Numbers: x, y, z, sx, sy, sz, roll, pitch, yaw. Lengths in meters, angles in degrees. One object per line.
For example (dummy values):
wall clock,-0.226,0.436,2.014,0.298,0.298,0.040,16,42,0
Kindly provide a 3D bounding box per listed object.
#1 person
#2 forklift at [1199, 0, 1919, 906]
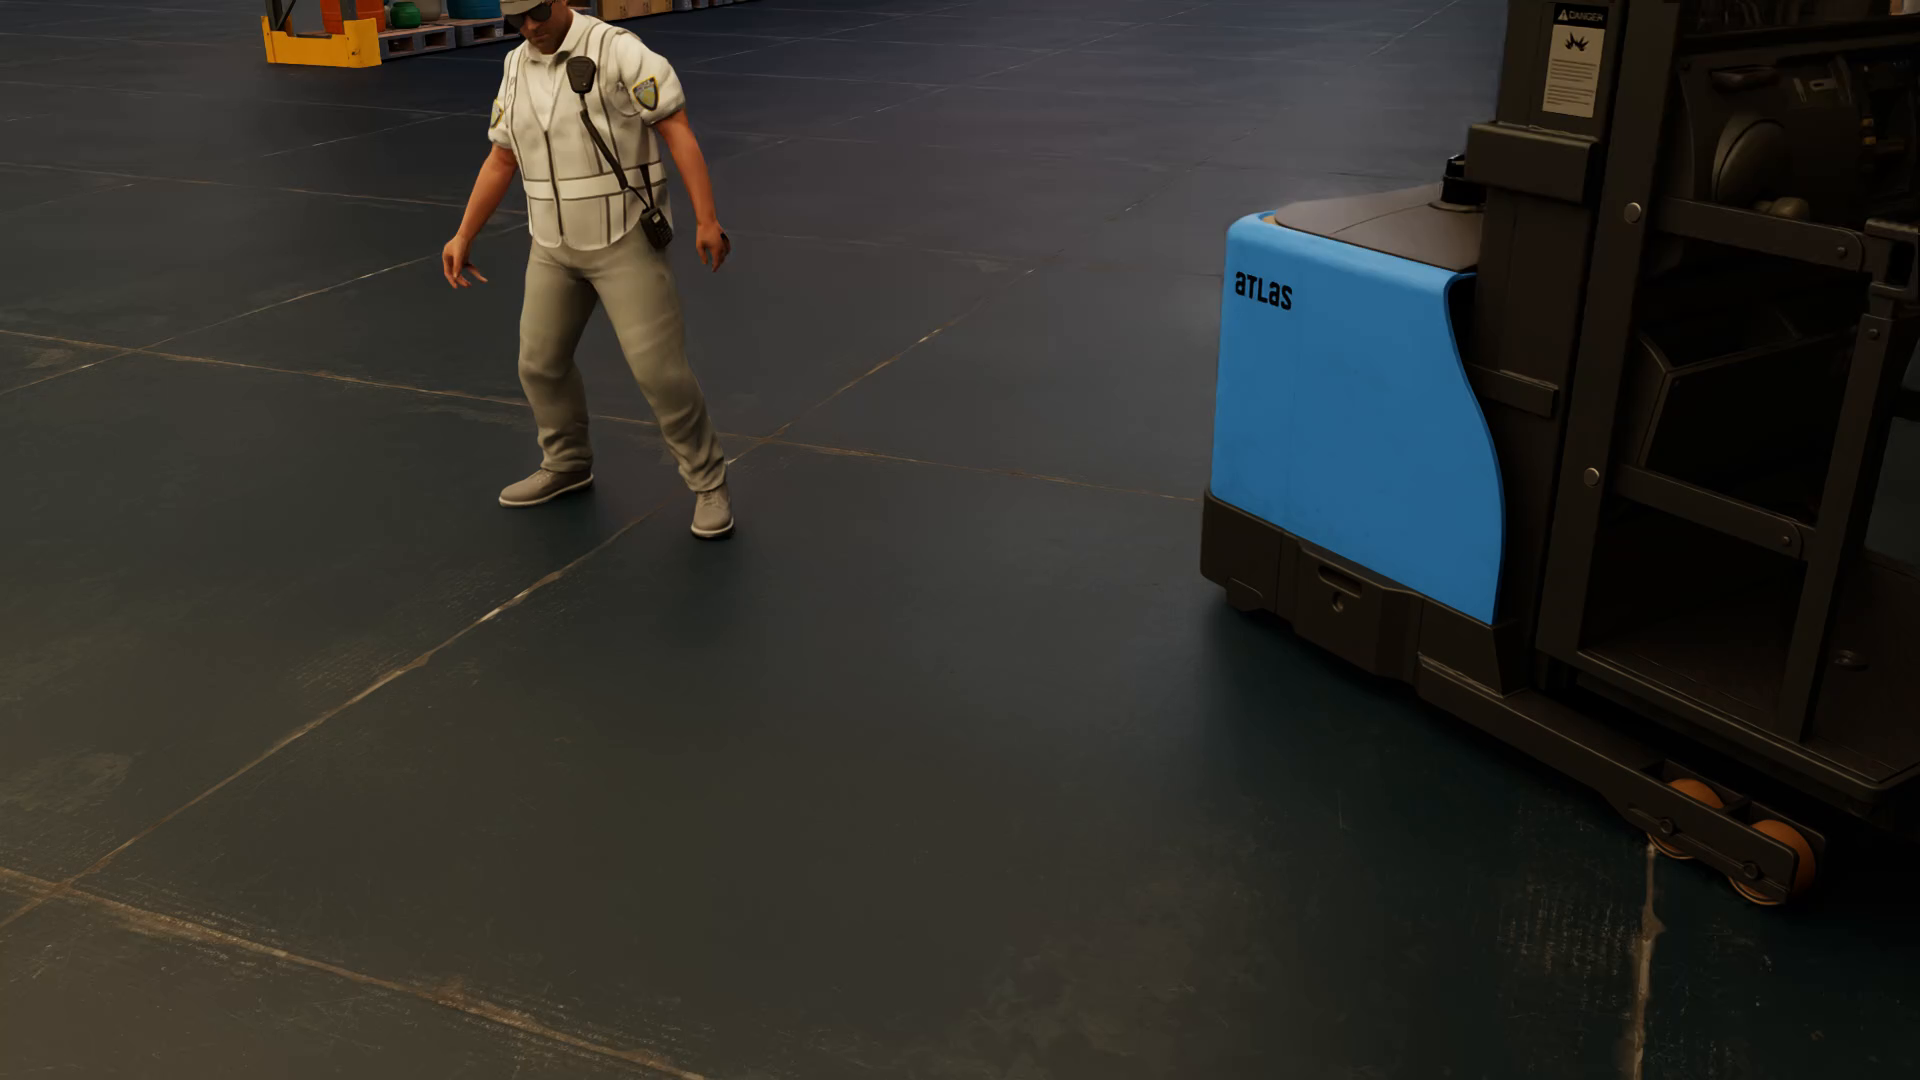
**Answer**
person,-1.107,-0.892,5.022,0.917,1.711,0.427,9,24,20
forklift,1.894,-0.827,3.271,1.130,2.935,3.031,-14,26,-30
